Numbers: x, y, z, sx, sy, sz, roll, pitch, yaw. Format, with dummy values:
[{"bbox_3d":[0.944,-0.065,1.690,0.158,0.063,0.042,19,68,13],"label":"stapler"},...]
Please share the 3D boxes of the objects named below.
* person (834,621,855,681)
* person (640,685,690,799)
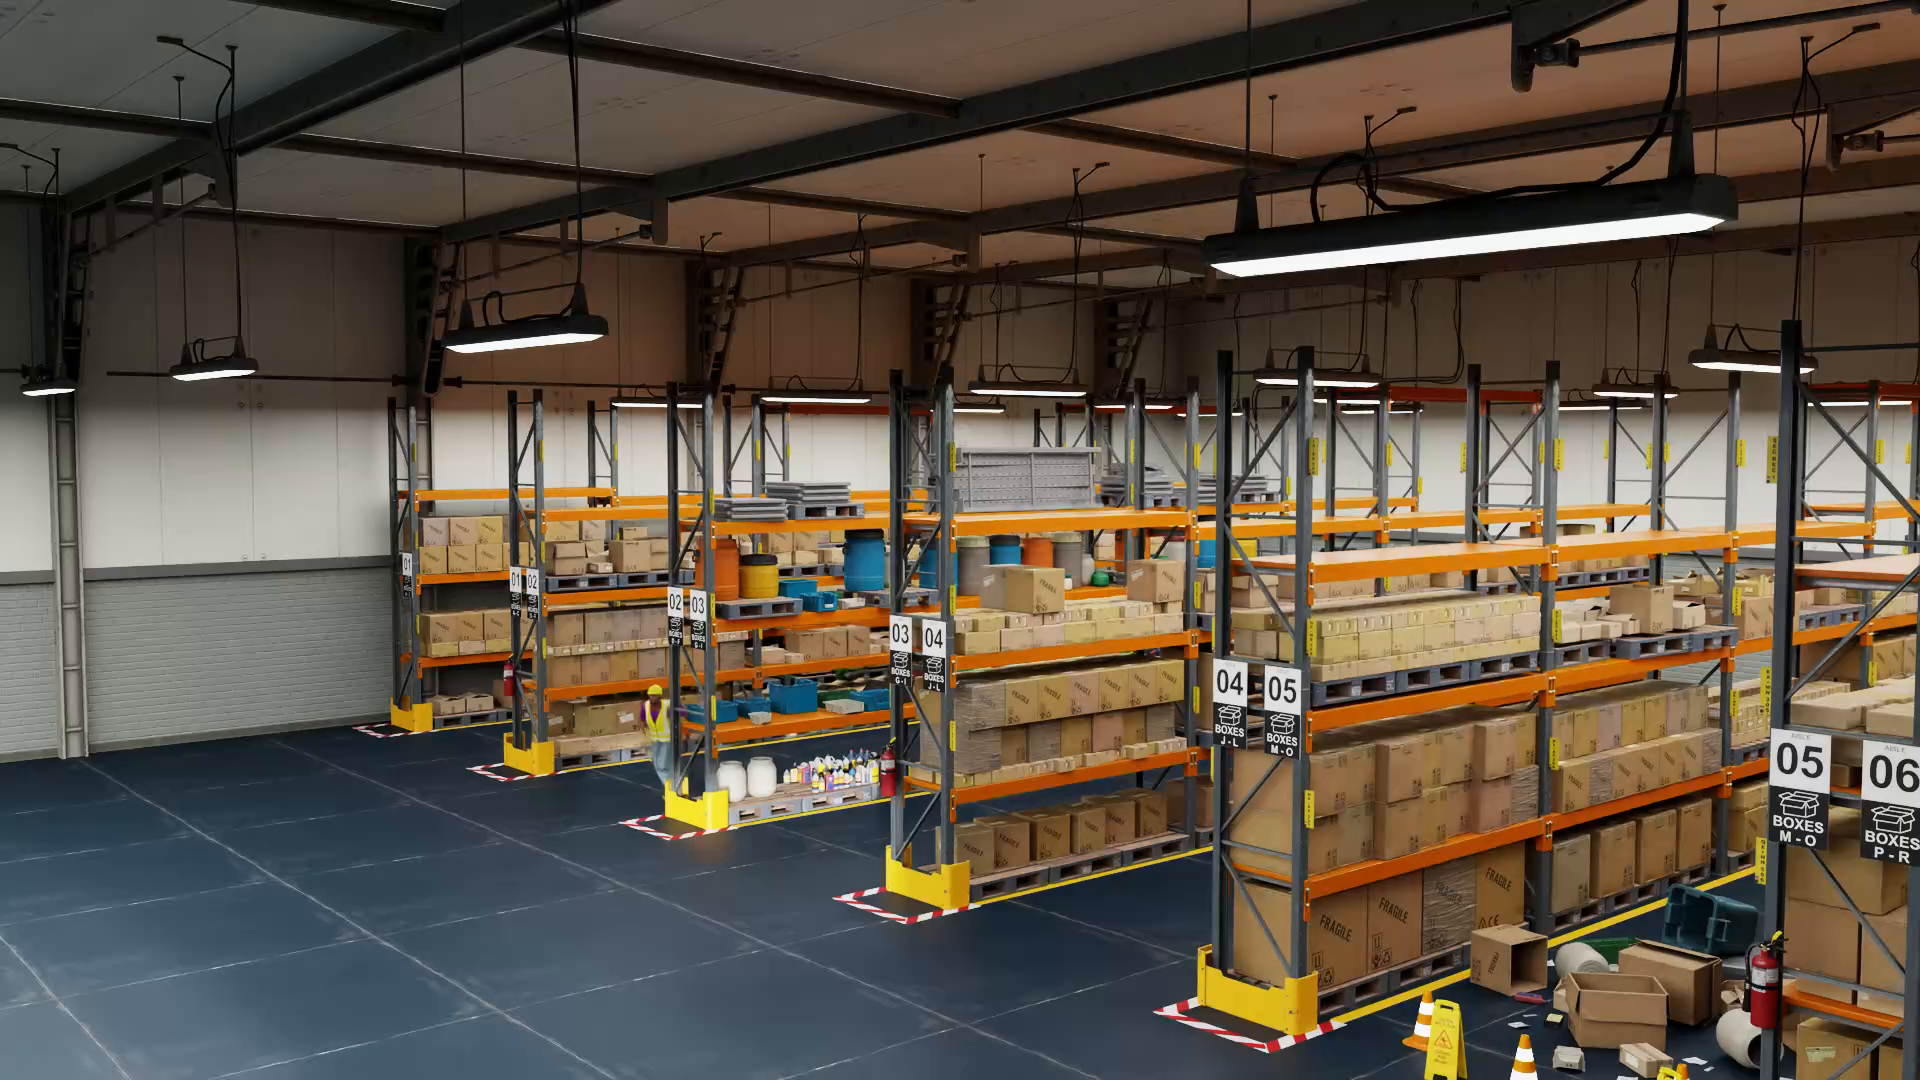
[{"bbox_3d":[-2.327,2.334,33.229,0.666,1.767,0.847,3,4,38],"label":"person"},{"bbox_3d":[-4.320,2.923,24.144,0.688,1.683,0.730,2,4,26],"label":"person"}]
